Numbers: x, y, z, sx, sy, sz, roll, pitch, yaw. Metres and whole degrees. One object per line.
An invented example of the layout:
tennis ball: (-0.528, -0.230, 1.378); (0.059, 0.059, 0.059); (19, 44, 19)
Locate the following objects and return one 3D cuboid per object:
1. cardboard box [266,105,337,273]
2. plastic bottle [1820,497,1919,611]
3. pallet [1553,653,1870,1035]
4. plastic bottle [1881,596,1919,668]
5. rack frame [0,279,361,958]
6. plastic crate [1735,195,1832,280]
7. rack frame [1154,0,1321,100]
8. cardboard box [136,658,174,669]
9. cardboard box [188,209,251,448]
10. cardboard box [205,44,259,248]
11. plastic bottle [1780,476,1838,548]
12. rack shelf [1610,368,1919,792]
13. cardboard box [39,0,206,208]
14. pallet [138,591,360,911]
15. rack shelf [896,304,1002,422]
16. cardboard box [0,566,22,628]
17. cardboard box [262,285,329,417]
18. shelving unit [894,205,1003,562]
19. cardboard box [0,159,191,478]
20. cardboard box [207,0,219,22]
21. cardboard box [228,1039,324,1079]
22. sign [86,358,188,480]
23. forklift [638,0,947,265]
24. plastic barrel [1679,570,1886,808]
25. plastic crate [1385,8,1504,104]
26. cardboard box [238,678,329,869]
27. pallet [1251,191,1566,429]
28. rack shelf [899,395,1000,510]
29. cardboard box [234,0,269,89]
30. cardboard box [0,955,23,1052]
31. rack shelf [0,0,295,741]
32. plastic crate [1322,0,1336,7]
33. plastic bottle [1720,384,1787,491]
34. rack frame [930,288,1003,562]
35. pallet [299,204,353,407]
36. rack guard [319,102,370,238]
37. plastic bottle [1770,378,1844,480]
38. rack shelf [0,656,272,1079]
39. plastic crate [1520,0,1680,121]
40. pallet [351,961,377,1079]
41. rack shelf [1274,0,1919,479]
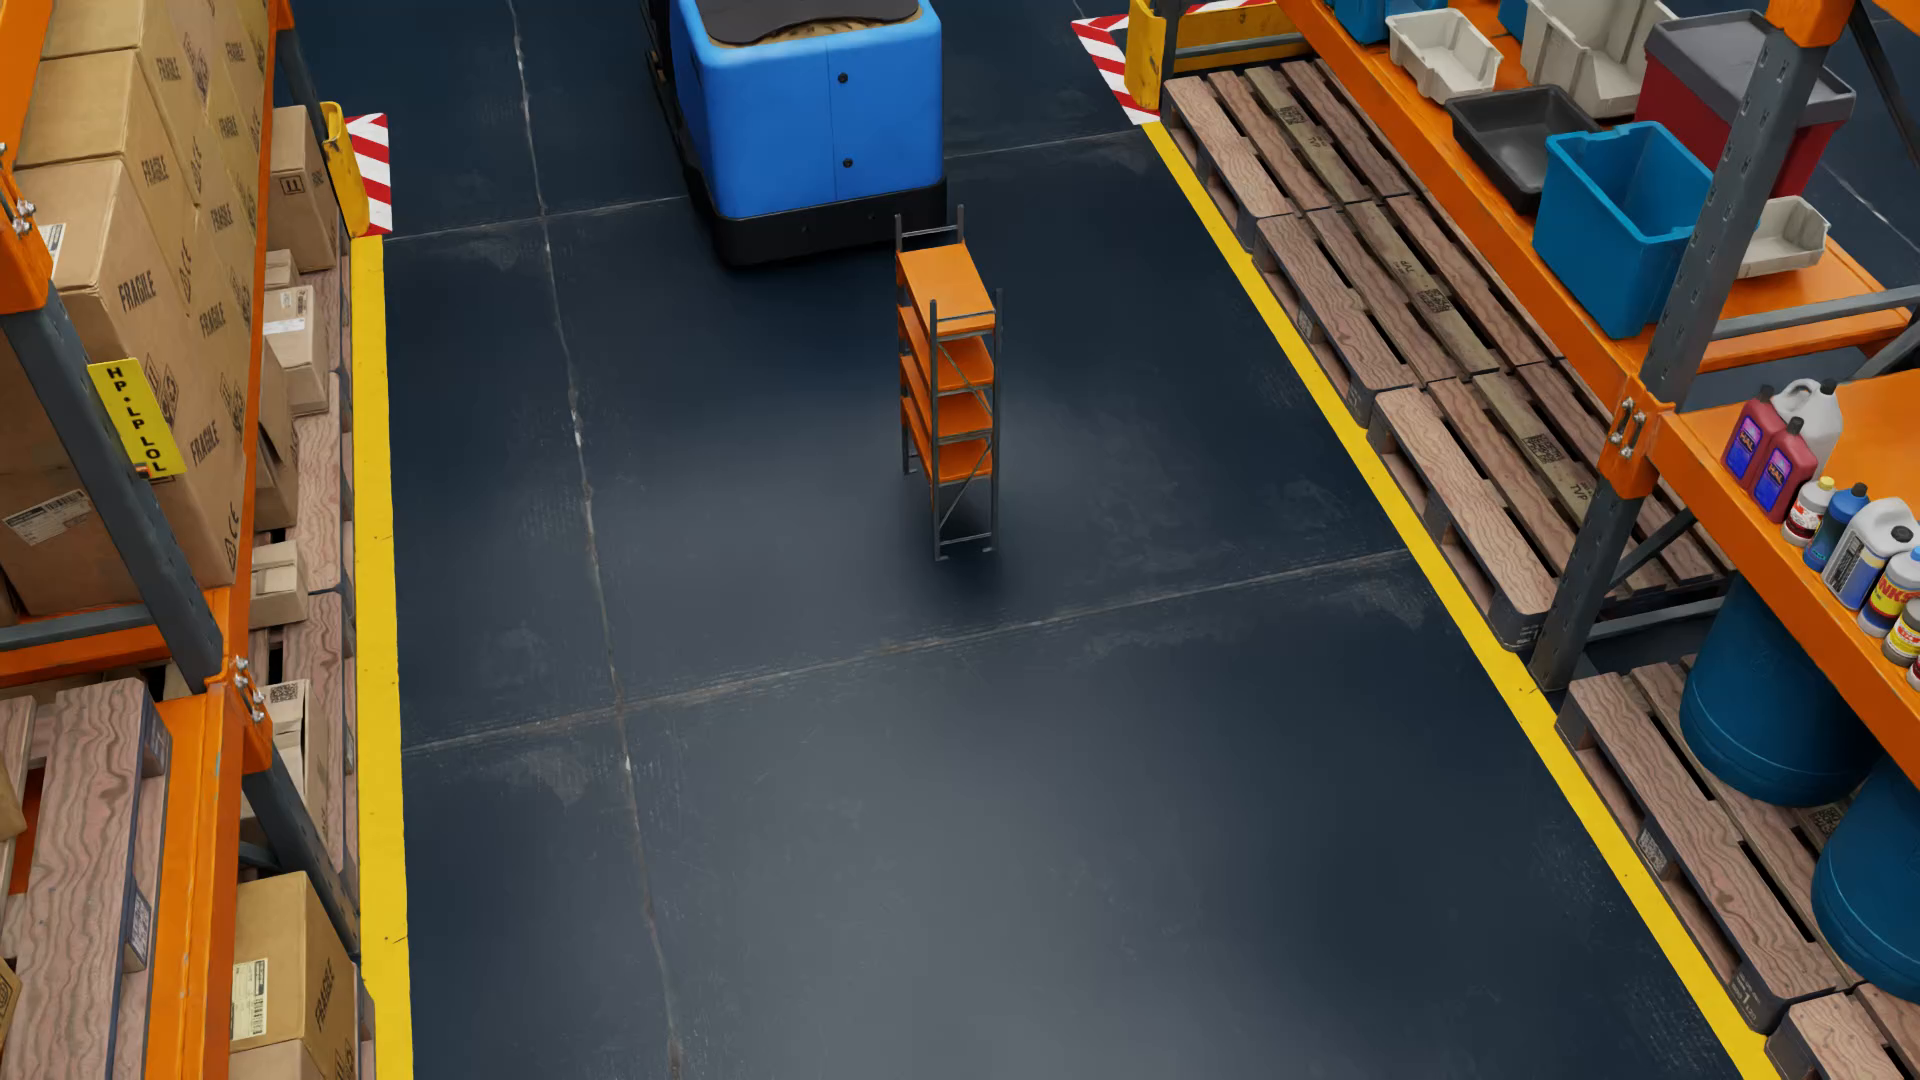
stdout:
cardboard box: (-2.956, -1.459, 7.022); (0.500, 0.500, 0.500); (-11, 47, -10)
plastic bottle: (2.323, 0.033, 4.204); (0.152, 0.276, 0.135); (-11, 47, -10)
pallet: (2.637, 0.864, 5.255); (1.003, 0.211, 1.213); (-11, 47, -10)
plastic bottle: (2.352, 0.212, 4.081); (0.097, 0.201, 0.097); (0, 46, 0)
rack frame: (-2.310, 0.251, 3.904); (1.000, 3.000, 0.127); (-11, 47, -10)
plastic crate: (2.499, -0.928, 5.202); (0.396, 0.136, 0.243); (-11, 47, -10)
rack frame: (1.456, -3.414, 7.495); (1.000, 3.000, 0.127); (-11, 47, -10)
cardboard box: (-2.922, 0.179, 5.549); (0.500, 0.311, 0.500); (-11, 47, -10)
cardboard box: (-2.311, -0.538, 4.607); (0.500, 0.500, 0.500); (-10, 46, -10)
cardboard box: (-2.568, -1.235, 5.290); (0.500, 0.500, 0.500); (-11, 47, -11)
plastic bottle: (2.242, -0.083, 4.370); (0.097, 0.201, 0.097); (0, 46, 0)
rack shelf: (2.992, 0.981, 3.692); (1.077, 0.370, 4.000); (-11, 47, -10)
cardboard box: (-2.422, -1.222, 4.577); (0.500, 0.500, 0.500); (-12, 47, -11)
pallet: (-2.485, 0.753, 5.364); (1.003, 0.211, 1.213); (-11, 47, -10)
rack shelf: (-0.042, -0.644, 5.822); (0.258, 0.148, 0.480); (-11, 47, -10)
cardboard box: (-2.686, -0.082, 4.160); (0.500, 0.500, 0.500); (-10, 46, -10)
cardboard box: (-2.742, -0.710, 6.463); (0.500, 0.250, 0.500); (-11, 47, -10)
shelving unit: (-0.042, -0.534, 5.933); (0.258, 1.200, 0.503); (-11, 47, -10)
cardboard box: (-2.158, -0.511, 3.880); (0.500, 0.500, 0.500); (-10, 46, -9)
cardboard box: (-2.687, -1.933, 5.274); (0.500, 0.500, 0.500); (-10, 46, -9)
cardboard box: (-1.788, 1.603, 4.021); (0.500, 0.500, 0.500); (-11, 47, -10)
sign: (-1.774, -0.258, 3.592); (0.100, 0.325, 0.005); (-11, 47, -10)
forklift: (-0.977, -3.311, 7.443); (1.130, 2.935, 3.031); (-12, 47, -12)
plastic barrel: (2.602, 0.314, 5.017); (0.600, 0.901, 0.708); (-11, 47, -10)
plastic crate: (1.743, -1.728, 5.986); (0.293, 0.136, 0.466); (-11, 47, -10)
cardboard box: (-2.208, 0.709, 5.030); (0.500, 0.311, 0.500); (-11, 47, -10)
pallet: (1.938, -1.020, 7.102); (1.003, 0.211, 1.213); (-11, 47, -10)
rack shelf: (-0.042, -0.348, 6.123); (0.258, 0.148, 0.480); (-11, 47, -10)
cardboard box: (-2.820, -1.928, 5.970); (0.500, 0.500, 0.500); (-10, 46, -10)
cardboard box: (-2.167, 0.900, 2.903); (0.700, 0.500, 0.500); (-4, 46, -4)
rack shelf: (-2.822, -0.878, 5.514); (1.077, 0.370, 4.000); (-11, 47, -10)
plastic crate: (1.538, -2.236, 6.417); (0.416, 0.233, 0.300); (-11, 47, -10)
plastic bottle: (2.161, -0.280, 4.506); (0.061, 0.283, 0.133); (-11, 47, -10)
rack frame: (0.020, -0.366, 5.768); (0.240, 1.200, 0.015); (-11, 47, -10)
pallet: (-3.109, -0.932, 7.015); (1.003, 0.211, 1.213); (-11, 47, -10)
rack guard: (-3.314, -1.583, 7.451); (1.175, 0.500, 0.348); (-11, 47, -10)
plastic bottle: (2.267, -0.304, 4.483); (0.144, 0.351, 0.185); (-11, 47, -10)
rack shelf: (-1.798, 1.884, 2.807); (1.077, 0.370, 4.000); (-11, 47, -10)
plastic crate: (2.267, -1.719, 5.876); (0.437, 0.282, 0.530); (-11, 47, -10)
pallet: (-2.065, 1.782, 4.356); (1.003, 0.211, 1.213); (-11, 47, -10)
rack shelf: (1.968, -1.781, 6.399); (1.077, 0.370, 4.000); (-11, 47, -10)
